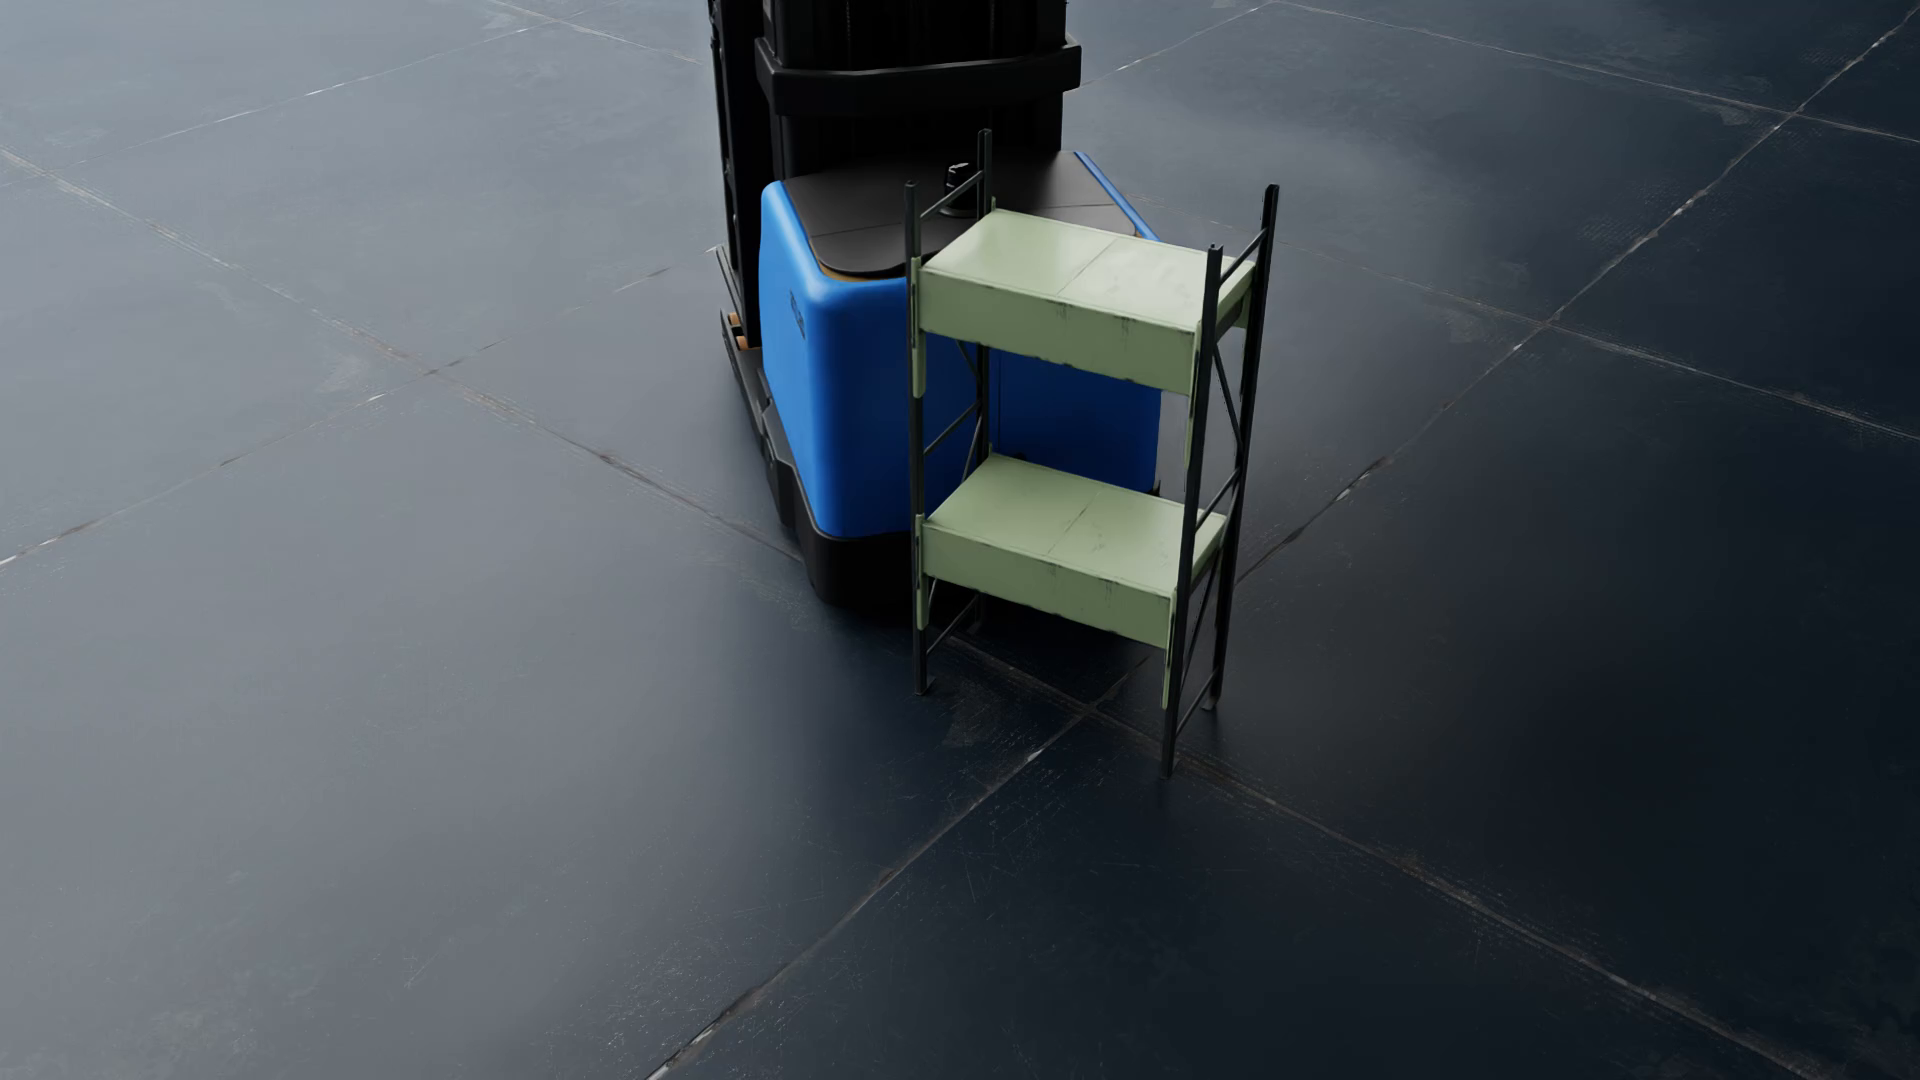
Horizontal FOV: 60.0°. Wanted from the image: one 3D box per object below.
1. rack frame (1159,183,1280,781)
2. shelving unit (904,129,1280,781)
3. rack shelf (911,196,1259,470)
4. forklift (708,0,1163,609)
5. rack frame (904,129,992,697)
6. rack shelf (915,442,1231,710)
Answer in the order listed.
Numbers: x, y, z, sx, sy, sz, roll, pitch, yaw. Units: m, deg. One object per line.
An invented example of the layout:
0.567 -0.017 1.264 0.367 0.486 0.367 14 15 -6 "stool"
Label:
0.623 -0.092 4.059 0.023 1.500 0.400 17 38 23 "rack frame"
0.300 -0.188 4.199 0.755 1.500 0.431 17 38 23 "shelving unit"
0.300 -0.510 3.979 0.720 0.370 0.431 17 38 23 "rack shelf"
-0.272 -1.839 5.339 1.130 2.935 3.031 -8 35 -12 "forklift"
-0.024 -0.285 4.340 0.023 1.500 0.400 17 38 23 "rack frame"
0.300 0.080 4.384 0.720 0.370 0.431 17 38 23 "rack shelf"
